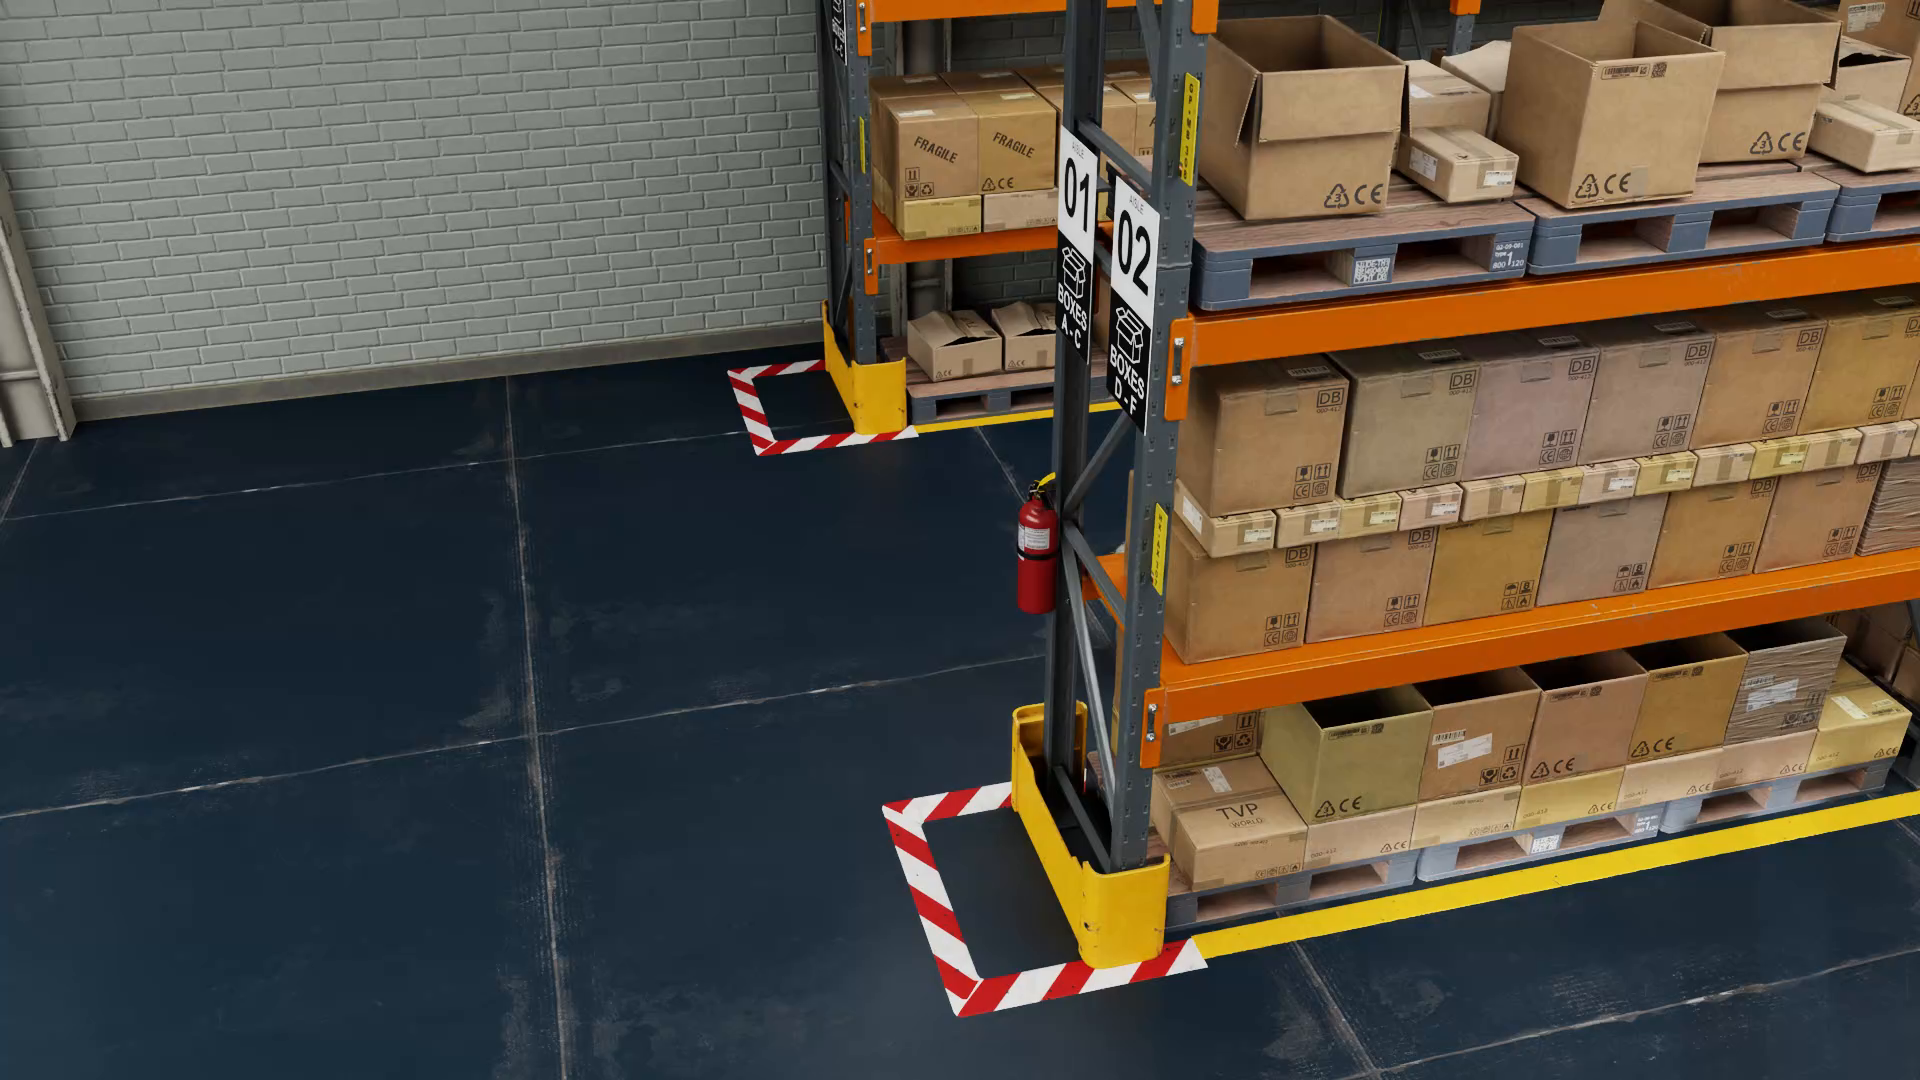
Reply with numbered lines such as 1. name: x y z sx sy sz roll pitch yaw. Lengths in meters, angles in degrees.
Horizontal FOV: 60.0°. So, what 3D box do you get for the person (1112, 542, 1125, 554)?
1. person: 1.087 0.176 8.620 0.821 0.913 0.423 -9 32 -14
